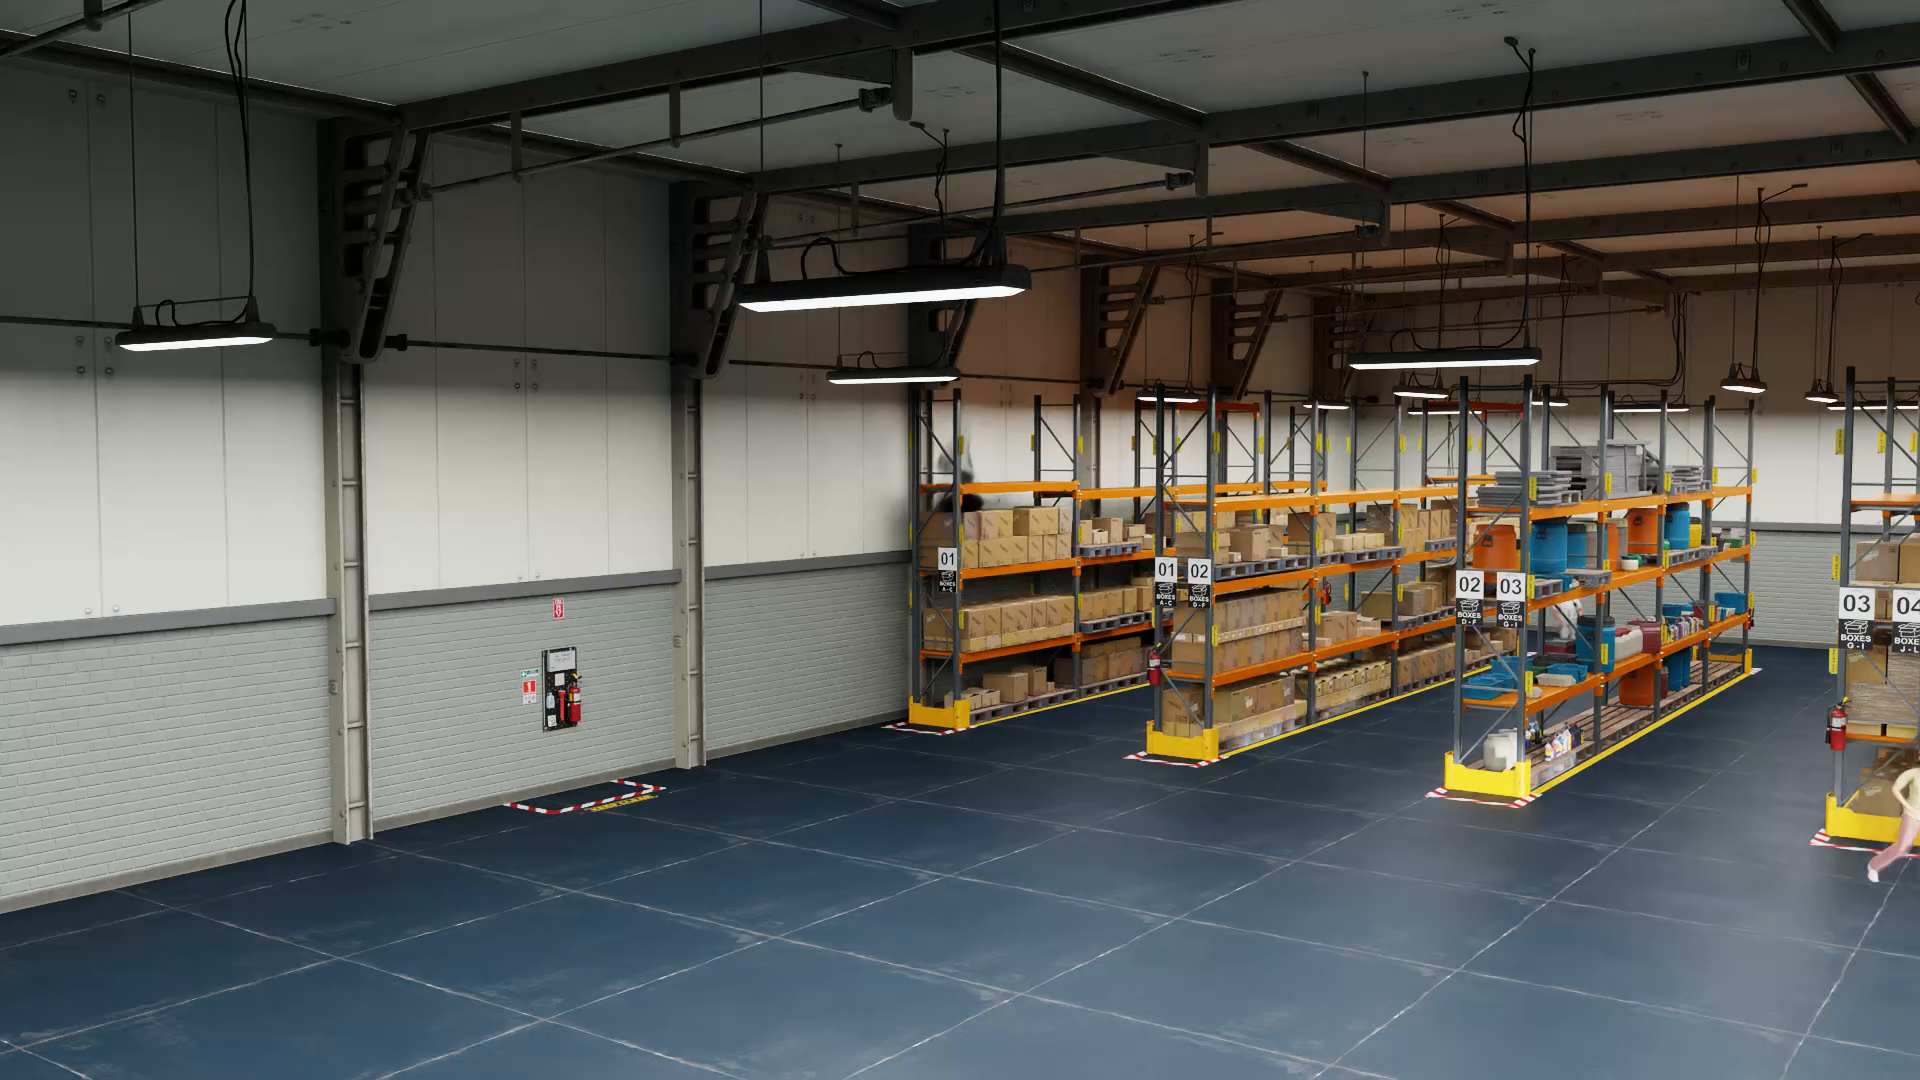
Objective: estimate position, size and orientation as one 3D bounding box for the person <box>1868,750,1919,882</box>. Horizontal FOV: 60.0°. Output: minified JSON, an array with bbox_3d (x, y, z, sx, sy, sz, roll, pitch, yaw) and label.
[{"bbox_3d":[10.726,3.137,18.652,0.814,1.657,0.743,0,3,-3],"label":"person"}]

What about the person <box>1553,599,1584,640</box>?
[{"bbox_3d":[14.090,1.941,38.488,0.686,1.749,0.542,1,3,13],"label":"person"}]
